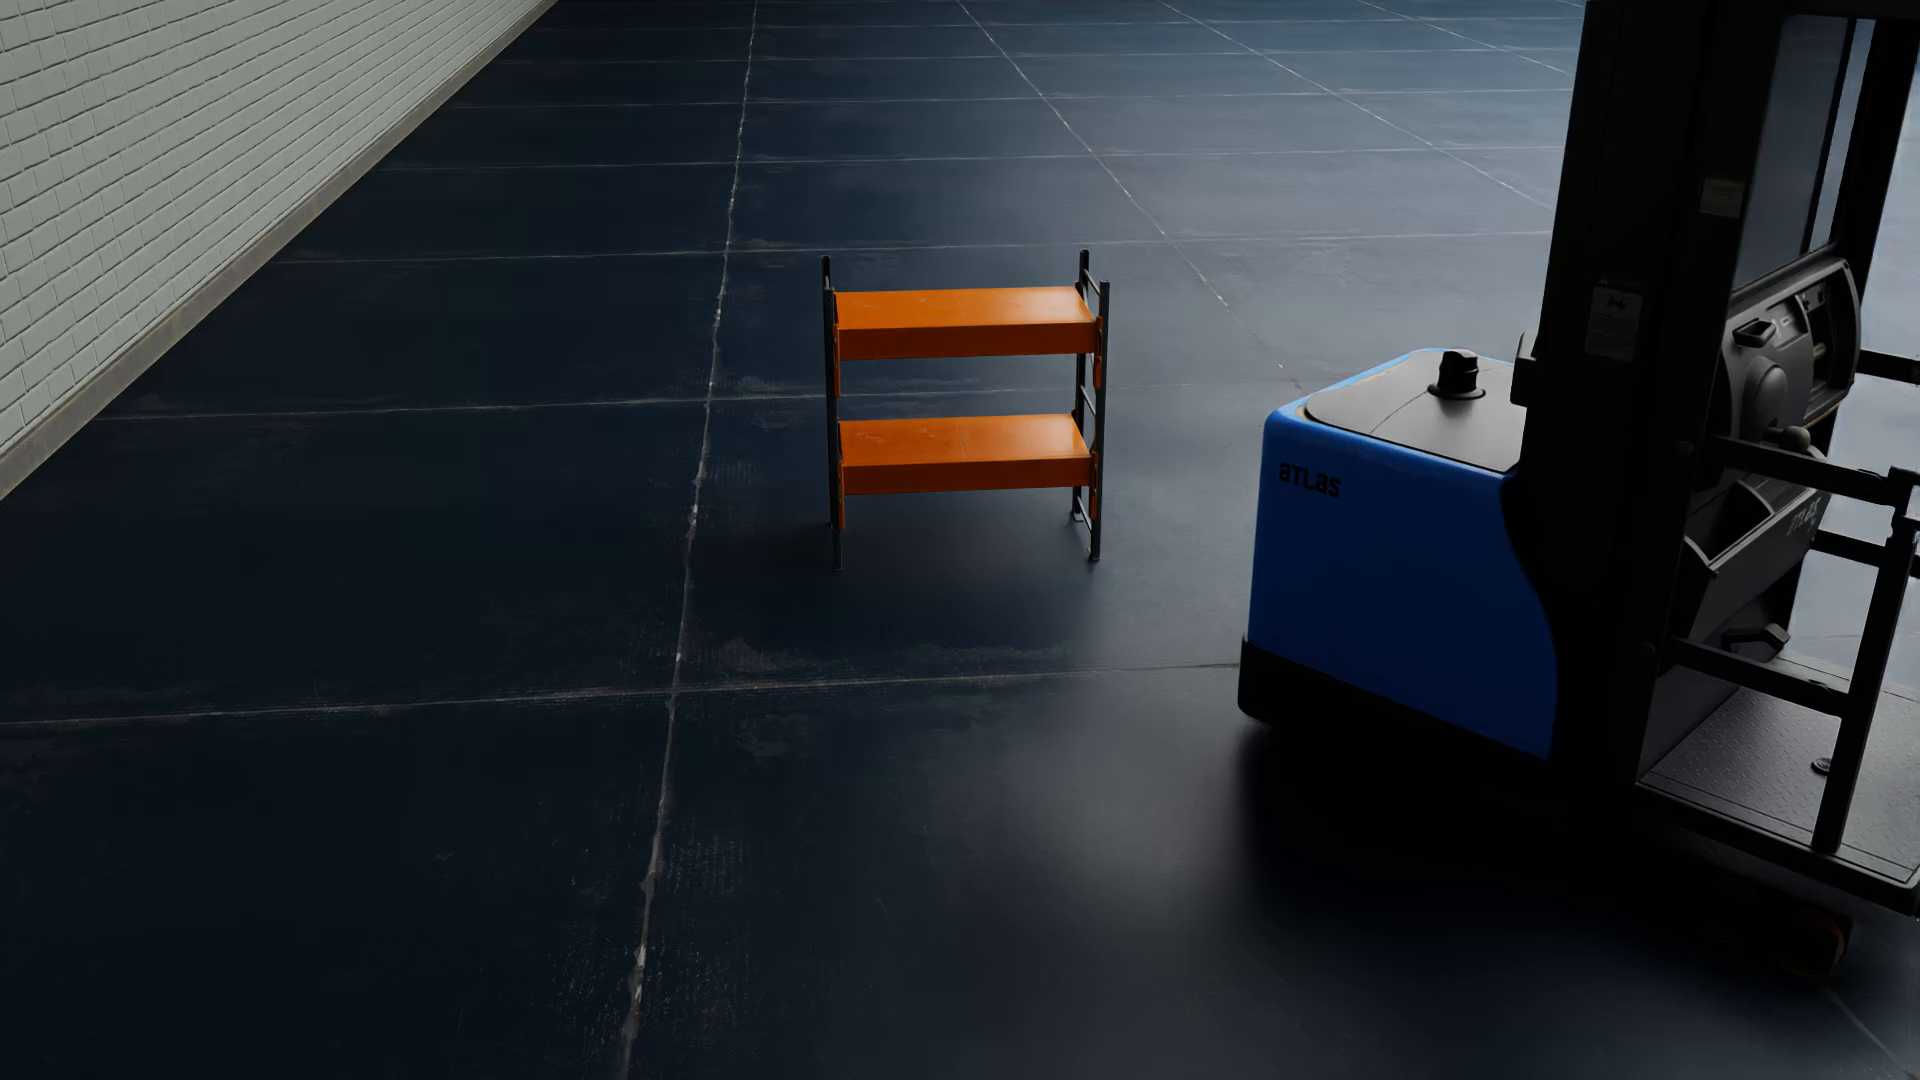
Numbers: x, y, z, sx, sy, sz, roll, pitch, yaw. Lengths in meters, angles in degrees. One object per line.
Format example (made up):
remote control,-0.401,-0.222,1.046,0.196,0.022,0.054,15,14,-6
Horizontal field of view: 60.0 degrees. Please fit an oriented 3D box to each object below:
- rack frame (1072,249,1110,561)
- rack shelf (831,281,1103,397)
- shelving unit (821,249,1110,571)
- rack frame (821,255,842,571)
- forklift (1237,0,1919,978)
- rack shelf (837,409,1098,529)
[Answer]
rack frame,0.513,-0.535,6.568,0.032,1.125,0.500,-2,24,-5
rack shelf,0.007,-0.782,6.403,1.000,0.278,0.538,-2,24,-5
shelving unit,0.007,-0.514,6.522,1.048,1.125,0.538,-2,24,-5
rack frame,-0.499,-0.494,6.476,0.032,1.125,0.500,-2,24,-5
forklift,2.307,-0.465,4.188,3.031,2.935,1.130,21,32,39
rack shelf,0.007,-0.291,6.621,1.000,0.278,0.538,-2,24,-5
